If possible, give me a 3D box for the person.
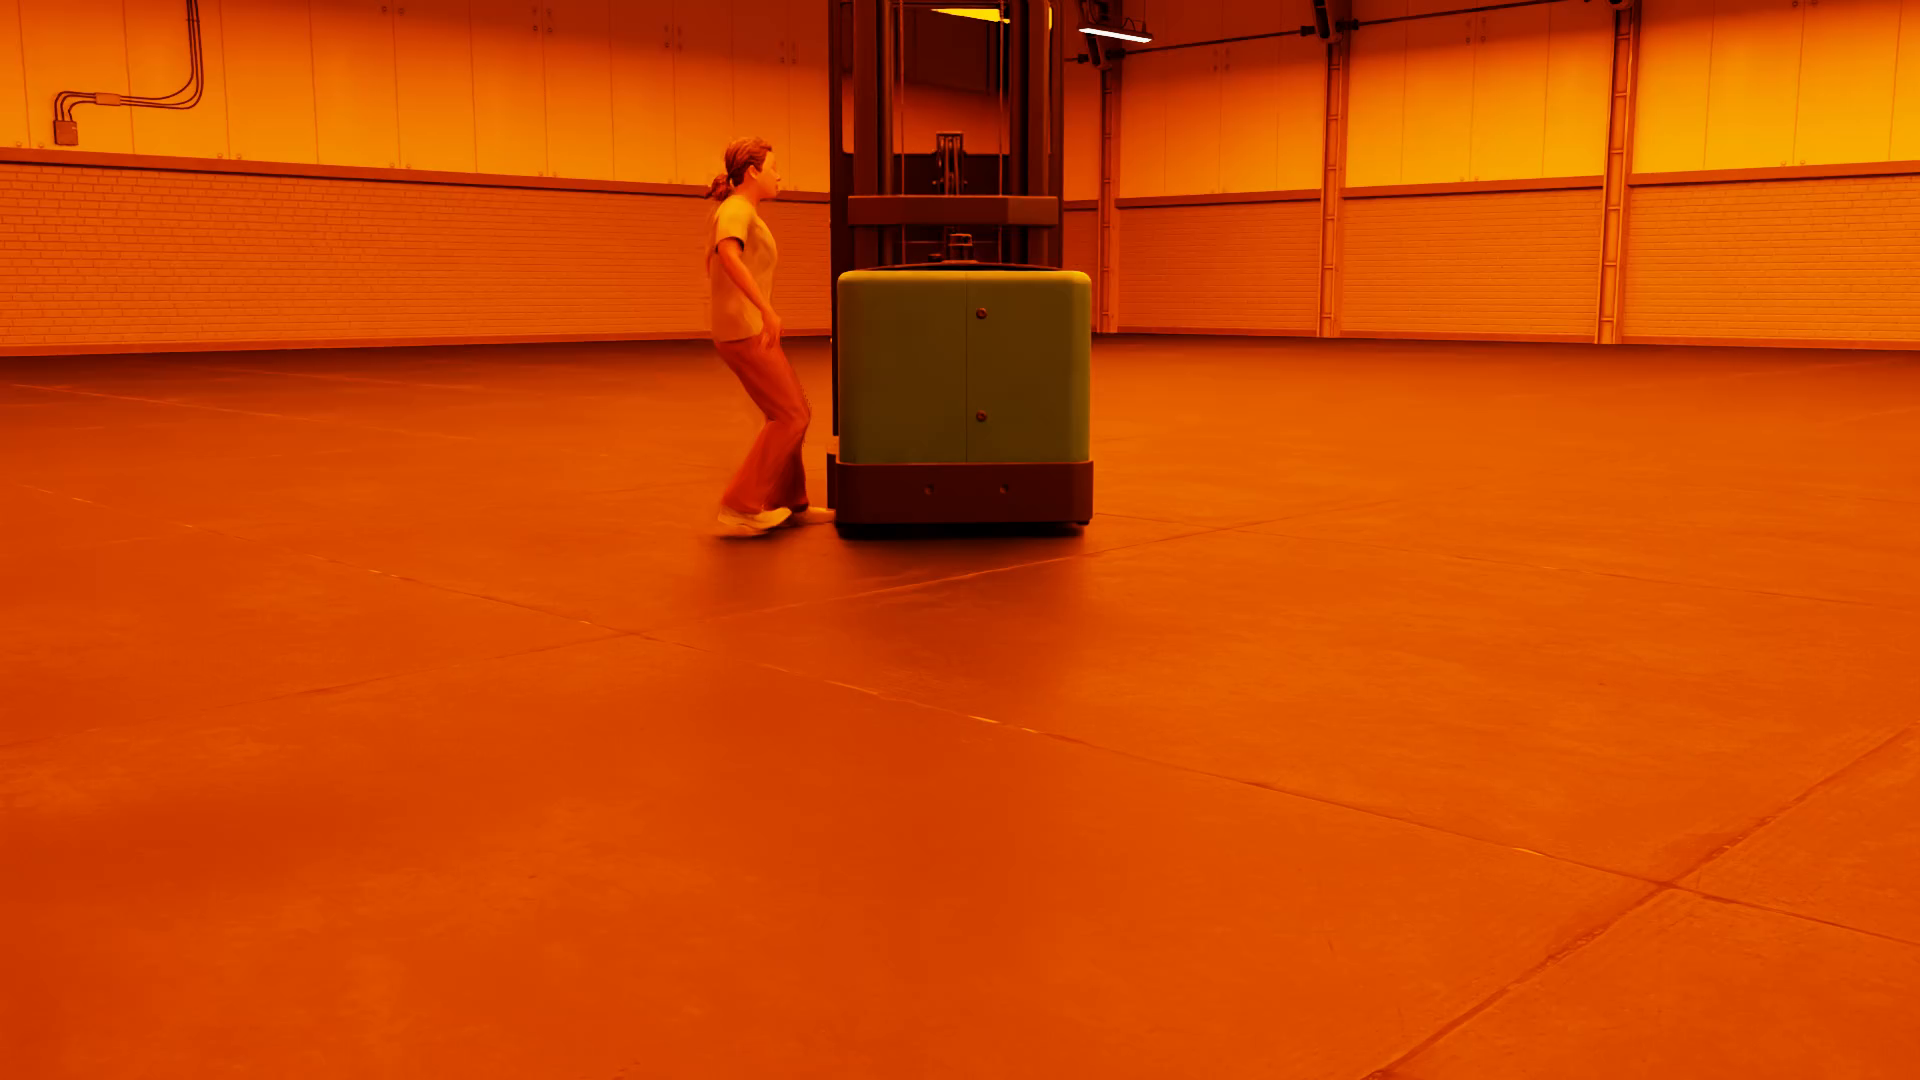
[{"bbox_3d":[-0.764,-0.821,6.822,0.533,1.623,0.800,-1,9,-9],"label":"person"}]

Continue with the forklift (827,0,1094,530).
[{"bbox_3d":[-0.081,-1.672,7.981,1.130,2.935,3.031,-1,9,-4],"label":"forklift"}]
